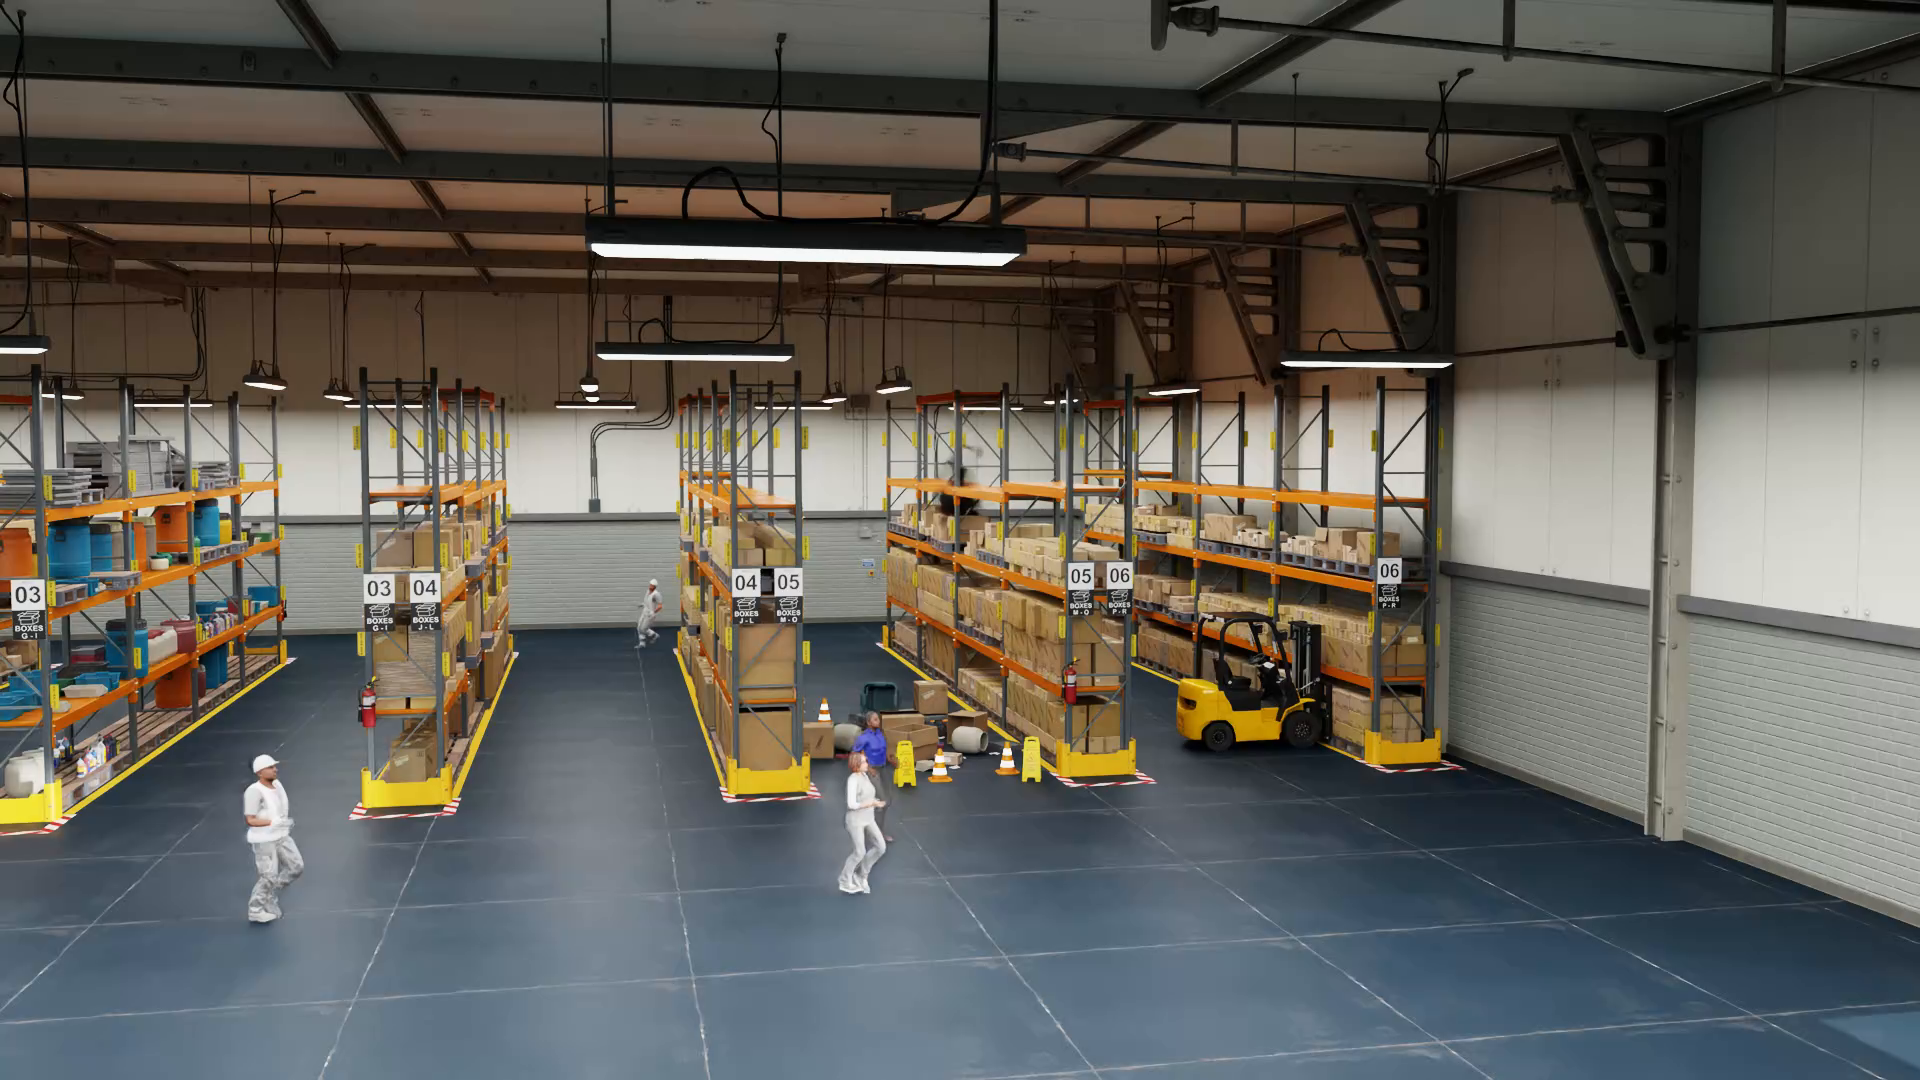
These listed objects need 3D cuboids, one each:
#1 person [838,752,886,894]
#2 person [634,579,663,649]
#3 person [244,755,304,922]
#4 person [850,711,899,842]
[{"bbox_3d":[-1.057,3.118,18.264,0.608,1.588,0.516,2,4,24],"label":"person"},{"bbox_3d":[-7.423,1.781,39.985,0.621,1.690,0.714,-3,5,-41],"label":"person"},{"bbox_3d":[-7.089,3.089,17.227,0.629,1.743,0.656,1,3,12],"label":"person"},{"bbox_3d":[-1.120,2.955,20.916,0.678,1.612,0.607,2,4,35],"label":"person"}]
